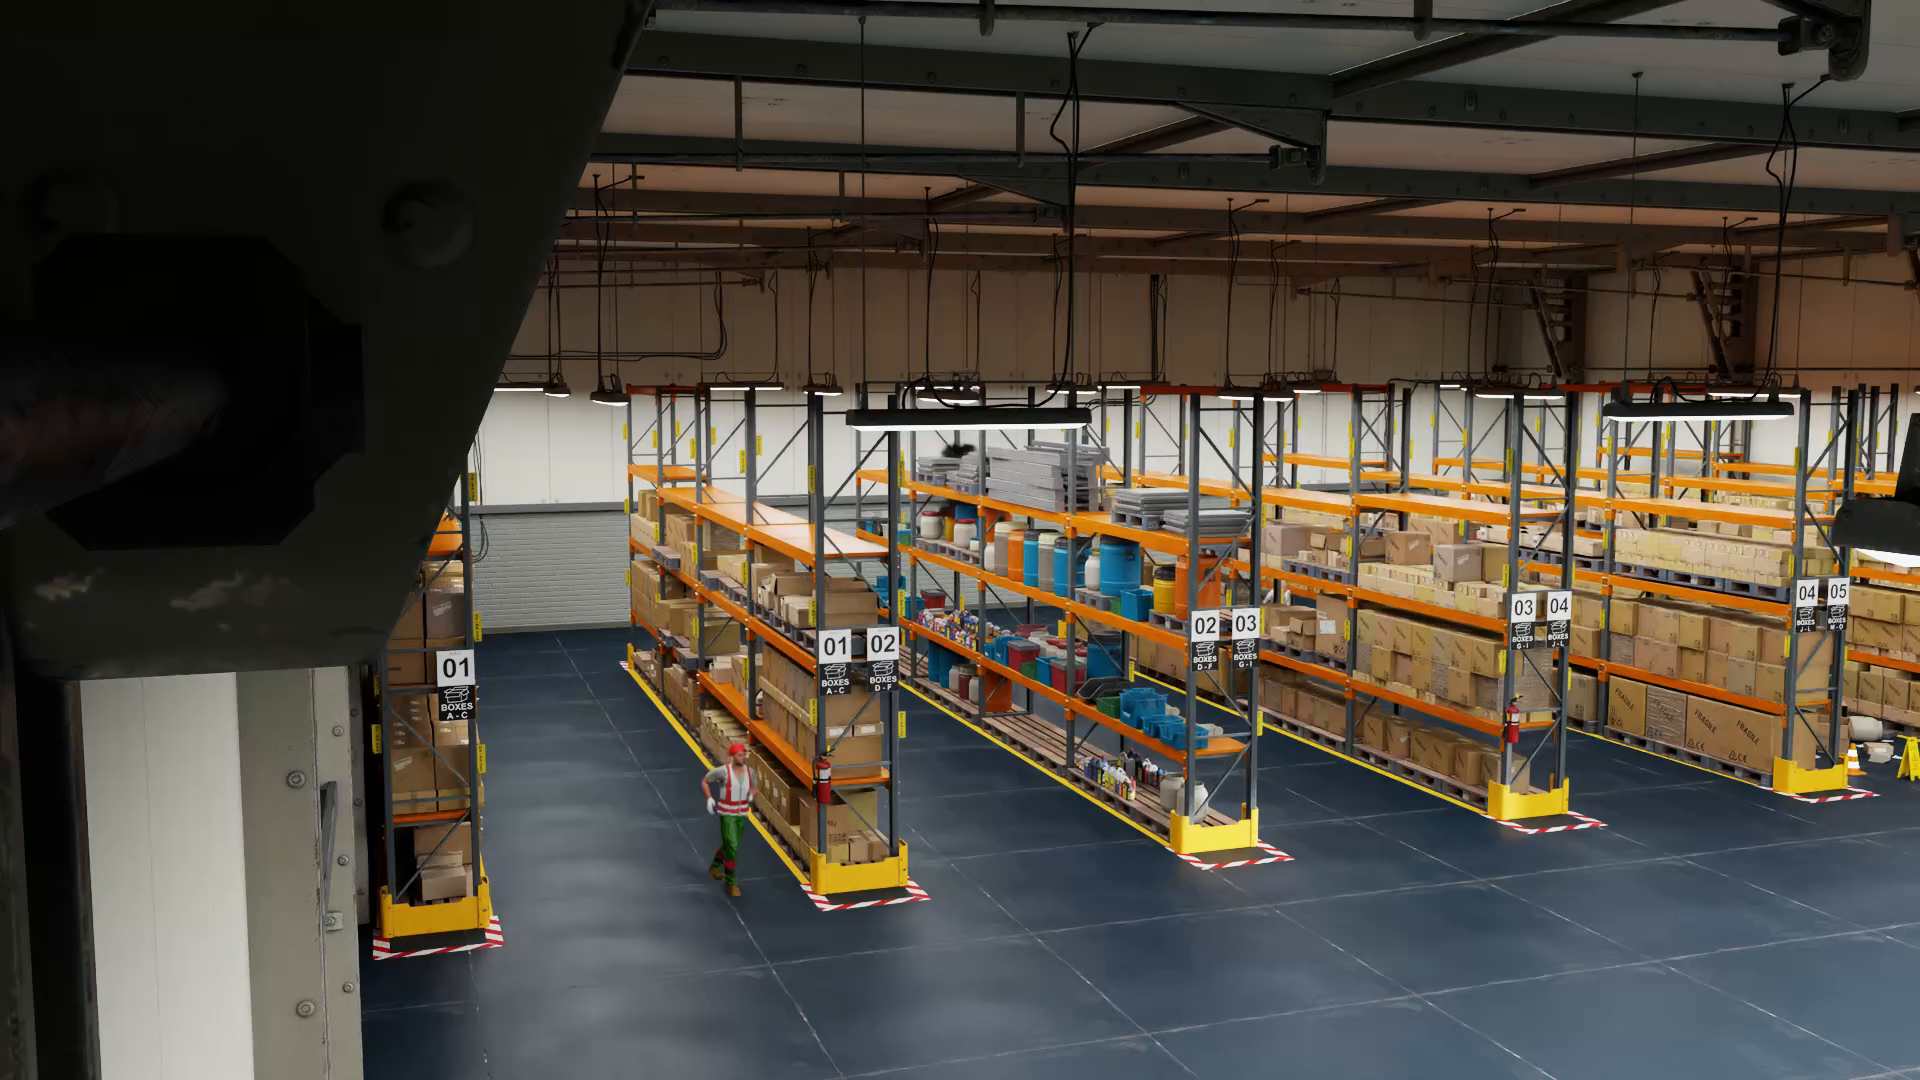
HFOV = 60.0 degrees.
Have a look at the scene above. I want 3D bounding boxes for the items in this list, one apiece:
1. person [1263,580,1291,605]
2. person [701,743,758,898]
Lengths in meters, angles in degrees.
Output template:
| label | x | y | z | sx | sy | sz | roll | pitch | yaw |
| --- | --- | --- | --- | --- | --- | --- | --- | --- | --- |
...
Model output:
| label | x | y | z | sx | sy | sz | roll | pitch | yaw |
| --- | --- | --- | --- | --- | --- | --- | --- | --- | --- |
| person | 6.929 | 1.711 | 36.754 | 0.715 | 1.733 | 0.948 | -3 | 7 | -29 |
| person | -2.776 | 3.372 | 20.288 | 0.675 | 1.834 | 0.840 | -5 | 8 | -40 |
